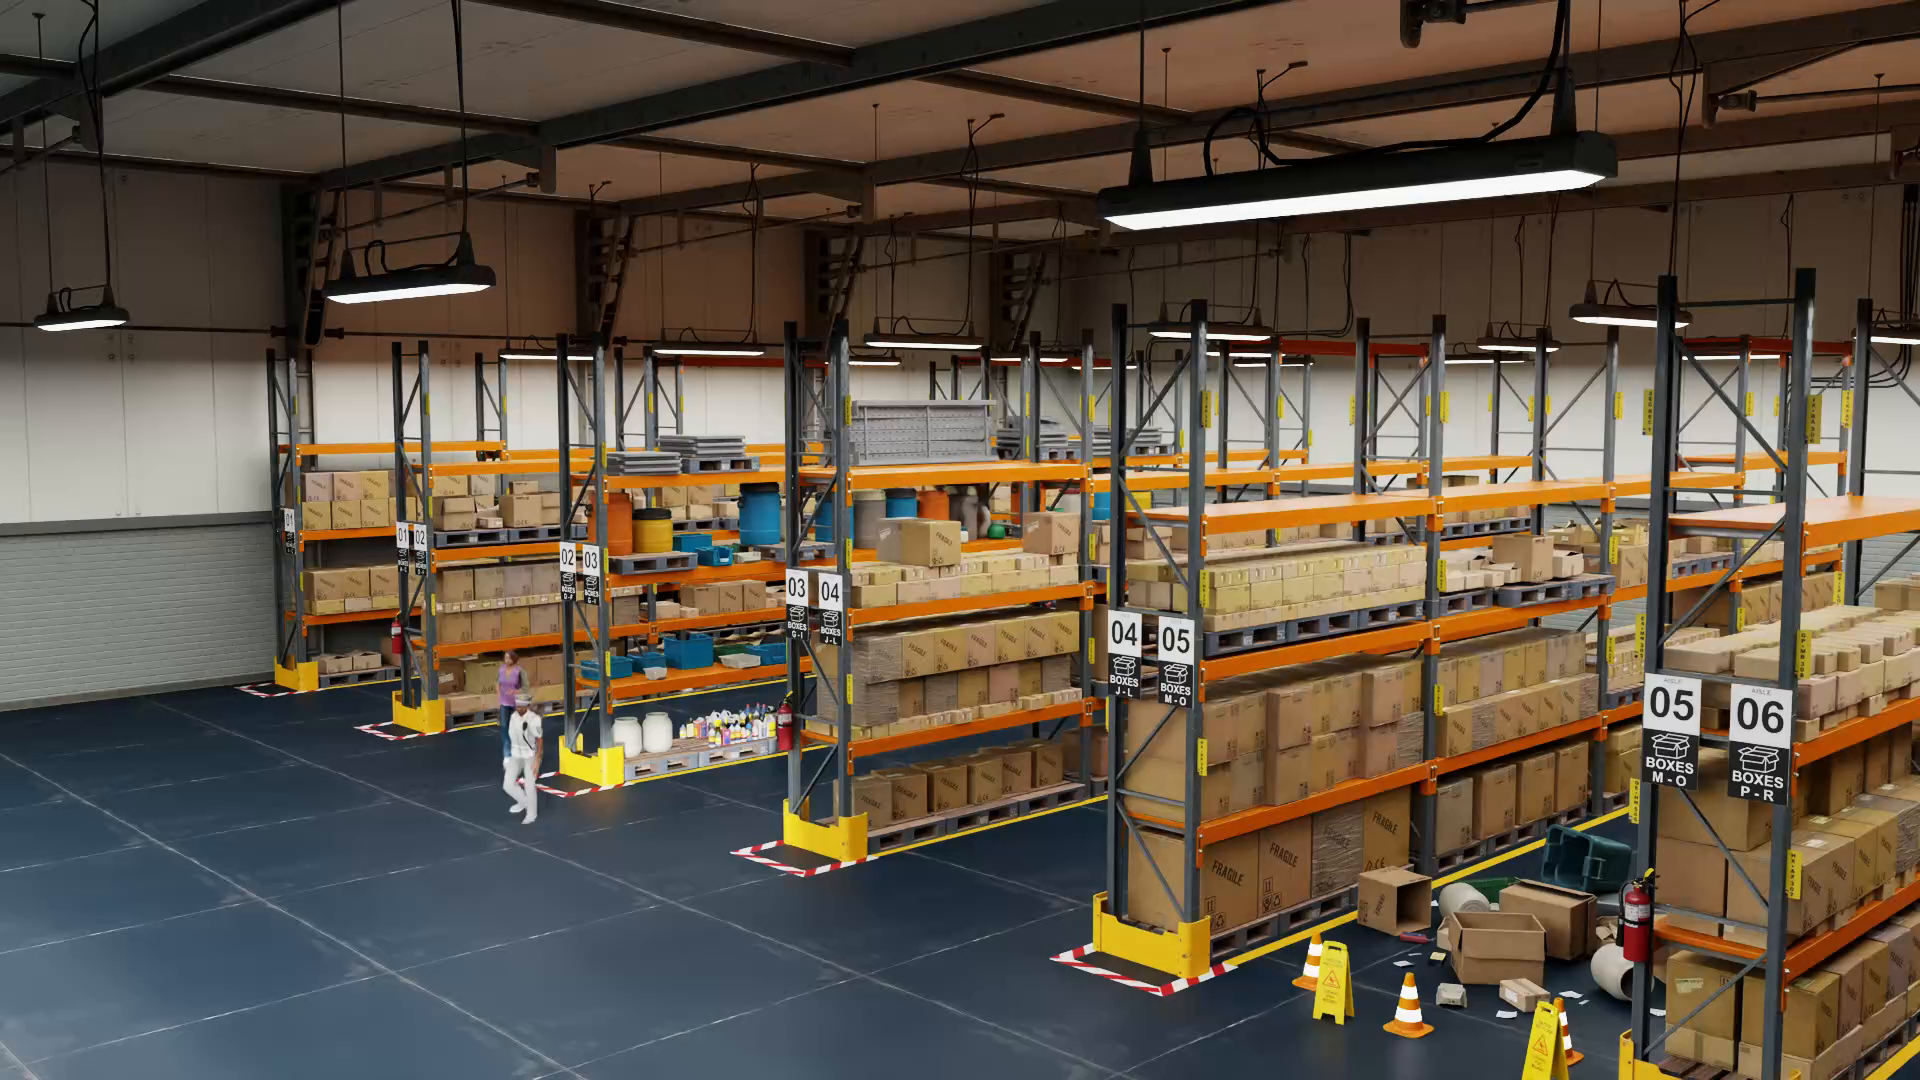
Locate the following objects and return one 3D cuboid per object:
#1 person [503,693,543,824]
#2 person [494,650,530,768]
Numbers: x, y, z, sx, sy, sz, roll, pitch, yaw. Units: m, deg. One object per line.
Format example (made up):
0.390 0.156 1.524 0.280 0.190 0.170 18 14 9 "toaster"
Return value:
-5.262 2.634 20.096 0.609 1.645 0.557 1 5 16 "person"
-6.311 2.344 23.430 0.554 1.627 0.740 0 5 1 "person"
